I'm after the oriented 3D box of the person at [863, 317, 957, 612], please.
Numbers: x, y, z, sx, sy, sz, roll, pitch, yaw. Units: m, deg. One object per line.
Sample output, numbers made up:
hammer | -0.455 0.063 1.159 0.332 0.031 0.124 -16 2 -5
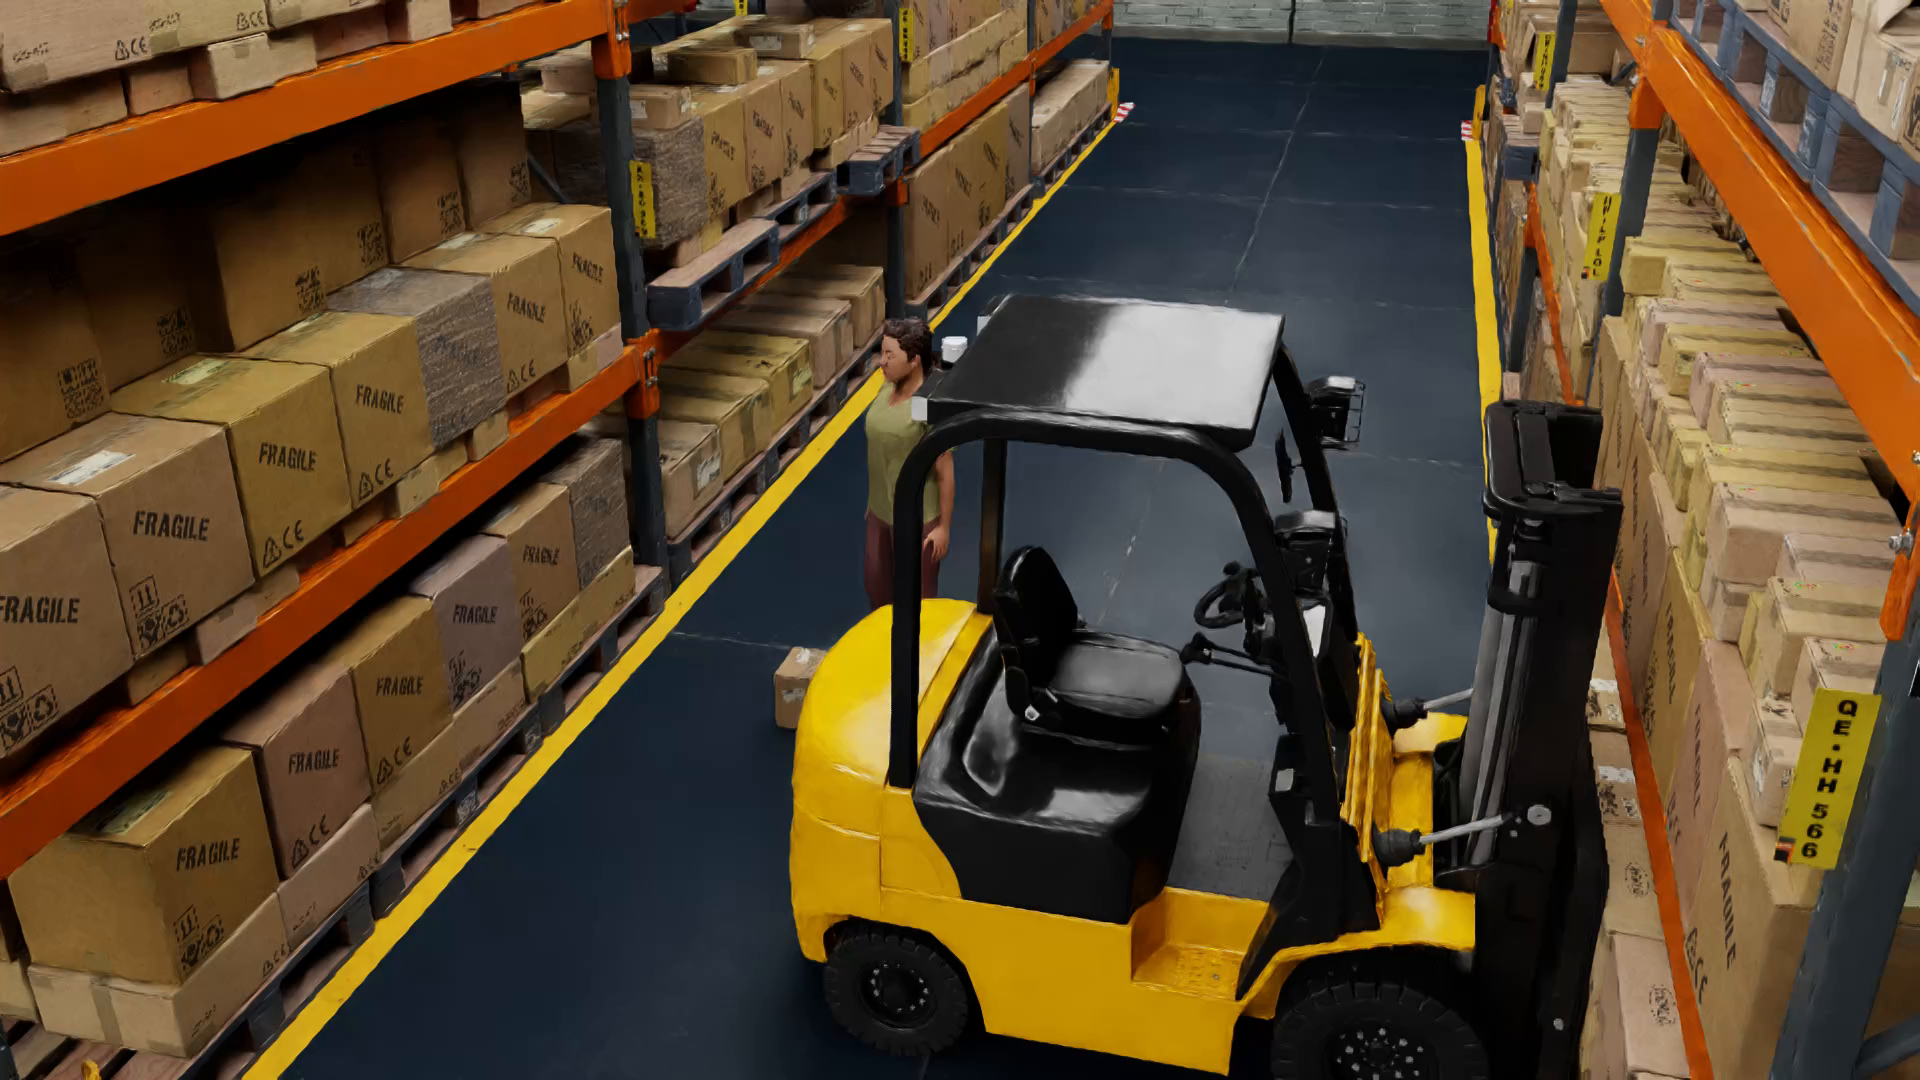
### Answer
person | -0.240 -0.088 6.823 0.393 1.720 0.521 -16 30 -30
